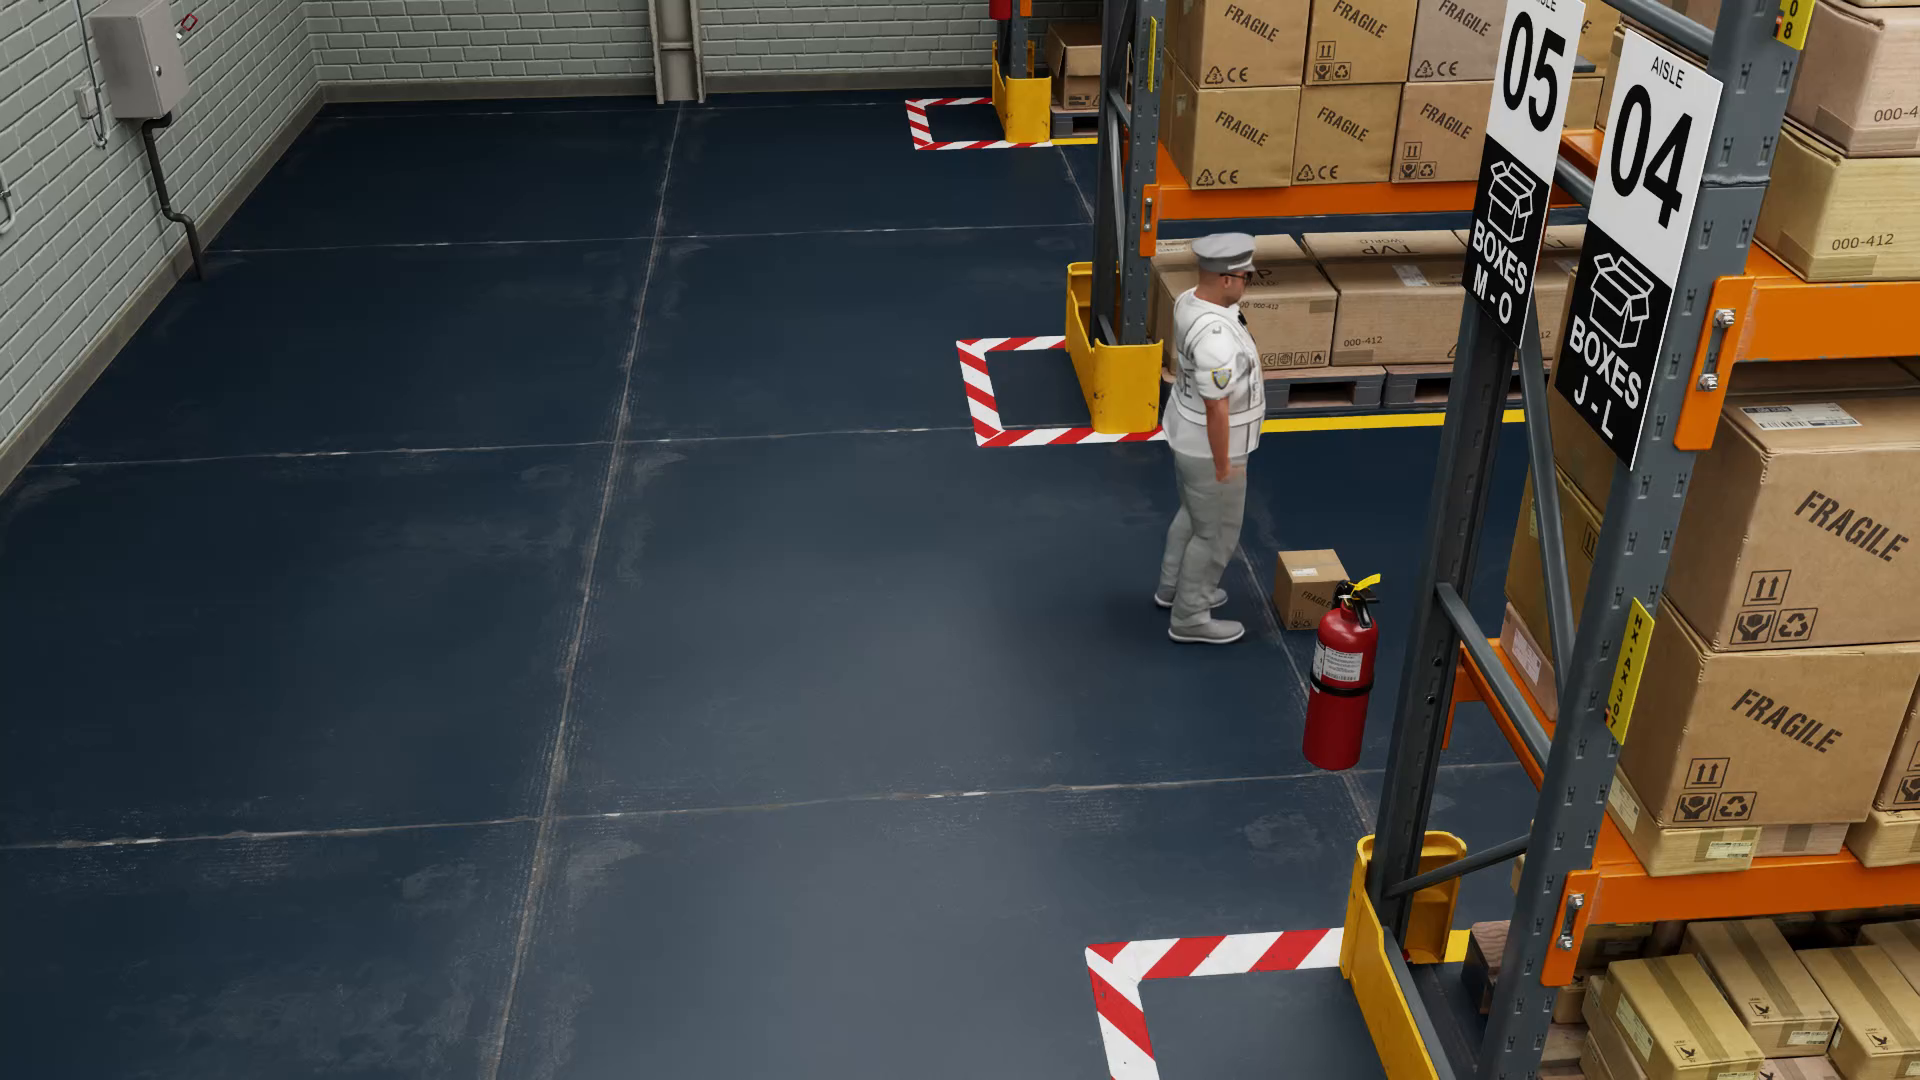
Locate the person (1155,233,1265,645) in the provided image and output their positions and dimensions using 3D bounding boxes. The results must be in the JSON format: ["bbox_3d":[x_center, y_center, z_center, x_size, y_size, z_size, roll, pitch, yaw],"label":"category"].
[{"bbox_3d":[1.033,-0.409,6.826,0.391,1.747,0.529,-2,31,-3],"label":"person"}]
